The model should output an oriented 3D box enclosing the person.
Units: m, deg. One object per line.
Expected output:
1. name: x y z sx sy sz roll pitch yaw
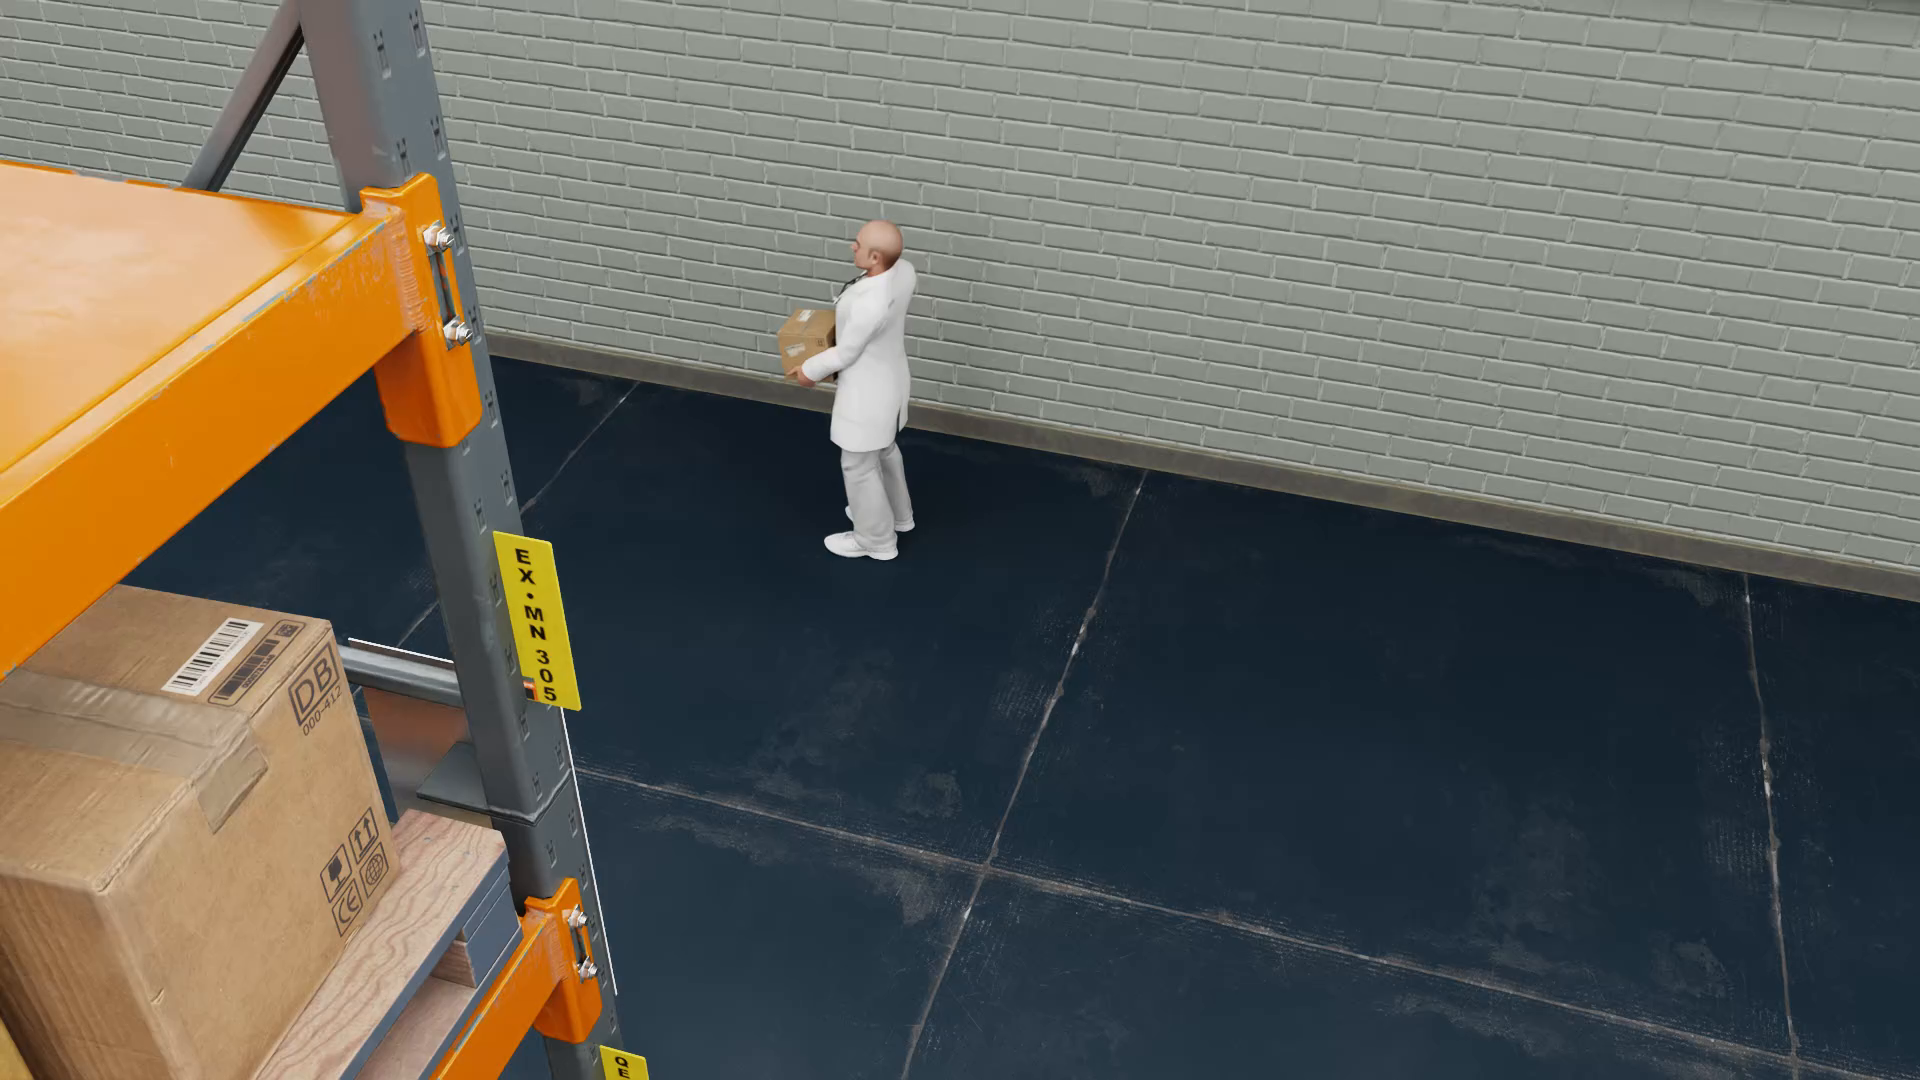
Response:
1. person: -0.509 -0.731 7.897 0.555 1.770 0.531 11 38 15
